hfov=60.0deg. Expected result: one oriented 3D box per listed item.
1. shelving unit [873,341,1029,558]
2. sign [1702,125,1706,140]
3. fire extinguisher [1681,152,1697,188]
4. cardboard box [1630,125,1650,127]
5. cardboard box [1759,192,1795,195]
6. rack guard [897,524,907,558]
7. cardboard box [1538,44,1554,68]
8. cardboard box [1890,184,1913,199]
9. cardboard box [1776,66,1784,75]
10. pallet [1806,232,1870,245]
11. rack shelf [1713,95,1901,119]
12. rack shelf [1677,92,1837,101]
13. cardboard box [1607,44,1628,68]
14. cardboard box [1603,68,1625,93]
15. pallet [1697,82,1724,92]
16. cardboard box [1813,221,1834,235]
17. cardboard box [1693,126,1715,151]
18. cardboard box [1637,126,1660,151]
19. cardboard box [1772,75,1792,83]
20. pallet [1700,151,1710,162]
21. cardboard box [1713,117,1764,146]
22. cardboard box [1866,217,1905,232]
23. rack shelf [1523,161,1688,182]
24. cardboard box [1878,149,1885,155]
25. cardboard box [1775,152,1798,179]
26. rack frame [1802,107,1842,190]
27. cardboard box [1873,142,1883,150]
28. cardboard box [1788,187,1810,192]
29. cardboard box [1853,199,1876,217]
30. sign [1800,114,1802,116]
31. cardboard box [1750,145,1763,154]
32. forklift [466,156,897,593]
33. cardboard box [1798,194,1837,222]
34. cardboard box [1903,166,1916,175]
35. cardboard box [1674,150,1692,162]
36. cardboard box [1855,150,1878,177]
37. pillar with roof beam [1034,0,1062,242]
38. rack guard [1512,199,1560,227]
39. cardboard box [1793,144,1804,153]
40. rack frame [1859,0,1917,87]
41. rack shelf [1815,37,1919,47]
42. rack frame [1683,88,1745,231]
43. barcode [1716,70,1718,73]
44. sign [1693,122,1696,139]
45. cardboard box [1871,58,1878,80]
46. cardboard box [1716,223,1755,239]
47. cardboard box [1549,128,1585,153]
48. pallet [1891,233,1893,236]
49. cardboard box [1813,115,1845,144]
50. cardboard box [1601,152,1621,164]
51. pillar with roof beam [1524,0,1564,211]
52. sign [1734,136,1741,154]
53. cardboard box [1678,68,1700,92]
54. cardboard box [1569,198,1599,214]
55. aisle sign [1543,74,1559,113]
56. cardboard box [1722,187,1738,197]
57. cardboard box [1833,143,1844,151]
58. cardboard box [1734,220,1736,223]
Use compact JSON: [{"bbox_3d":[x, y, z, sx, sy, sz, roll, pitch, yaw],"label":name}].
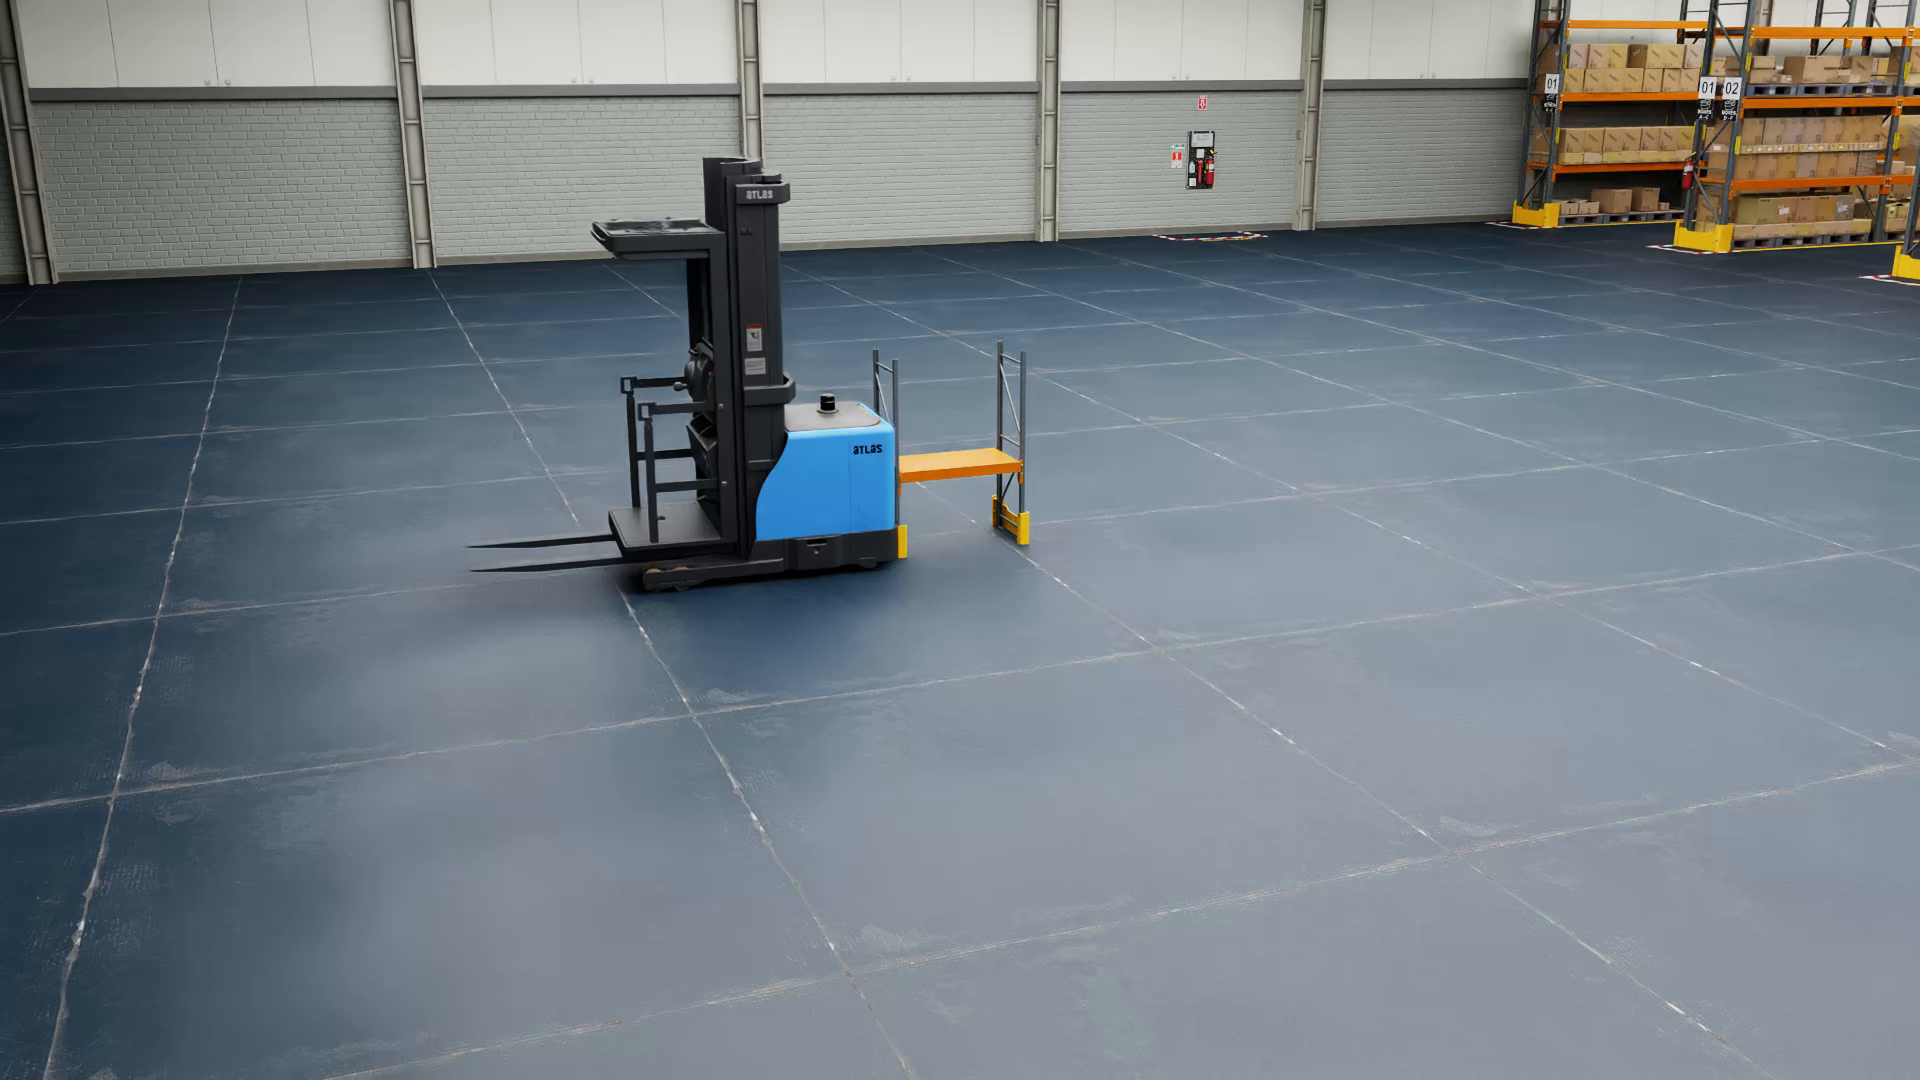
[{"bbox_3d":[-0.071,-0.712,12.732,1.083,1.500,0.587,-6,17,-20],"label":"shelving unit"},{"bbox_3d":[16.536,-9.068,36.990,0.005,0.325,0.100,-6,17,-20],"label":"sign"},{"bbox_3d":[14.099,-7.162,32.172,0.183,0.674,0.296,-6,17,-20],"label":"fire extinguisher"},{"bbox_3d":[15.337,-9.049,37.360,0.500,0.500,0.500,-6,17,-20],"label":"cardboard box"},{"bbox_3d":[16.166,-6.618,32.985,0.500,0.500,0.500,-6,17,-20],"label":"cardboard box"},{"bbox_3d":[-0.536,-0.062,12.737,0.087,0.250,0.587,-6,17,-20],"label":"rack guard"},{"bbox_3d":[12.909,-10.480,36.024,0.500,0.500,0.500,-5,17,-18],"label":"cardboard box"},{"bbox_3d":[22.416,-8.581,39.938,0.750,0.750,0.750,-6,17,-18],"label":"cardboard box"},{"bbox_3d":[15.876,-8.995,32.119,0.500,0.311,0.500,-4,17,-14],"label":"cardboard box"},{"bbox_3d":[17.353,-6.085,33.316,1.213,0.211,1.003,-6,17,-20],"label":"pallet"},{"bbox_3d":[16.243,-8.384,32.150,4.000,0.370,1.077,-6,17,-20],"label":"rack shelf"},{"bbox_3d":[18.202,-10.091,37.961,4.000,0.370,1.077,-6,17,-20],"label":"rack shelf"},{"bbox_3d":[14.007,-10.435,35.869,0.500,0.500,0.500,-6,17,-19],"label":"cardboard box"},{"bbox_3d":[13.999,-9.955,36.008,0.500,0.500,0.500,-5,17,-18],"label":"cardboard box"},{"bbox_3d":[16.950,-10.178,37.316,1.003,0.211,1.213,-6,17,-20],"label":"pallet"},{"bbox_3d":[16.824,-6.168,32.784,0.500,0.250,0.500,-6,17,-20],"label":"cardboard box"},{"bbox_3d":[16.822,-9.096,37.664,0.500,0.500,0.700,-6,17,-20],"label":"cardboard box"},{"bbox_3d":[15.066,-8.864,36.729,0.500,0.500,0.500,-7,18,-22],"label":"cardboard box"},{"bbox_3d":[15.537,-8.748,31.565,0.250,0.149,0.380,-6,17,-20],"label":"cardboard box"},{"bbox_3d":[17.101,-8.742,37.755,1.213,0.211,1.003,-6,17,-20],"label":"pallet"},{"bbox_3d":[14.866,-7.808,31.755,0.500,0.500,0.700,-6,17,-20],"label":"cardboard box"},{"bbox_3d":[18.576,-6.350,33.403,0.500,0.250,0.500,-7,18,-21],"label":"cardboard box"},{"bbox_3d":[14.467,-8.248,37.010,4.000,0.370,1.077,-6,17,-20],"label":"rack shelf"},{"bbox_3d":[21.652,-9.197,39.374,0.250,0.149,0.380,-6,17,-19],"label":"cardboard box"},{"bbox_3d":[15.771,-7.283,32.270,0.500,0.500,0.700,-6,17,-20],"label":"cardboard box"},{"bbox_3d":[20.070,-9.198,38.969,0.127,3.000,1.000,-6,17,-20],"label":"rack frame"},{"bbox_3d":[17.934,-7.767,32.768,0.250,0.149,0.380,-6,17,-20],"label":"cardboard box"},{"bbox_3d":[19.416,-8.124,38.965,0.500,0.500,0.700,-6,17,-19],"label":"cardboard box"},{"bbox_3d":[18.387,-6.760,33.804,0.500,0.311,0.500,-6,17,-20],"label":"cardboard box"},{"bbox_3d":[19.868,-9.900,39.302,0.005,0.325,0.100,-6,17,-20],"label":"sign"},{"bbox_3d":[15.065,-7.458,31.714,0.250,0.149,0.380,-7,18,-22],"label":"cardboard box"},{"bbox_3d":[-2.038,-1.201,11.859,3.031,2.935,1.130,-5,17,-17],"label":"forklift"},{"bbox_3d":[16.820,-6.531,32.690,0.500,0.500,0.500,-6,17,-20],"label":"cardboard box"},{"bbox_3d":[19.012,-7.407,33.315,0.250,0.149,0.380,-6,17,-20],"label":"cardboard box"},{"bbox_3d":[16.001,-8.605,37.180,0.500,0.250,0.500,-6,17,-20],"label":"cardboard box"},{"bbox_3d":[17.699,-7.494,32.986,0.500,0.500,0.700,-7,18,-22],"label":"cardboard box"},{"bbox_3d":[3.279,-9.226,28.415,0.400,9.000,9.100,-6,17,-20],"label":"pillar with roof beam"},{"bbox_3d":[12.671,-7.200,36.600,0.348,0.500,1.175,-6,17,-20],"label":"rack guard"},{"bbox_3d":[16.021,-7.561,32.065,0.250,0.149,0.380,-6,18,-21],"label":"cardboard box"},{"bbox_3d":[18.111,-10.370,32.313,0.127,3.000,1.000,-6,17,-20],"label":"rack frame"},{"bbox_3d":[21.938,-11.741,38.968,4.000,0.370,1.077,-6,17,-20],"label":"rack shelf"},{"bbox_3d":[14.376,-7.089,31.785,0.127,3.000,1.000,-6,17,-20],"label":"rack frame"},{"bbox_3d":[14.485,-8.964,31.816,0.075,0.075,0.001,-6,17,-20],"label":"barcode"},{"bbox_3d":[14.195,-7.902,32.080,0.005,0.325,0.100,-6,17,-20],"label":"sign"},{"bbox_3d":[20.978,-11.028,38.917,0.500,0.500,0.700,-7,18,-23],"label":"cardboard box"},{"bbox_3d":[14.956,-5.966,32.098,0.500,0.250,0.500,-6,17,-20],"label":"cardboard box"},{"bbox_3d":[13.153,-8.658,36.029,0.500,0.500,0.500,-6,17,-20],"label":"cardboard box"},{"bbox_3d":[19.926,-6.363,34.262,1.213,0.211,1.003,-6,17,-20],"label":"pallet"},{"bbox_3d":[16.760,-8.014,32.458,0.500,0.500,0.700,-6,17,-20],"label":"cardboard box"},{"bbox_3d":[14.127,-8.401,36.484,0.500,0.250,0.500,-6,18,-21],"label":"cardboard box"},{"bbox_3d":[14.484,-10.436,32.535,0.400,9.000,9.100,-6,17,-20],"label":"pillar with roof beam"},{"bbox_3d":[14.569,-7.395,31.153,0.005,0.325,0.100,-6,17,-20],"label":"sign"},{"bbox_3d":[15.949,-10.176,36.760,0.500,0.500,0.500,-6,17,-19],"label":"cardboard box"},{"bbox_3d":[13.810,-7.416,36.892,0.500,0.311,0.500,-5,17,-15],"label":"cardboard box"},{"bbox_3d":[12.640,-9.553,35.562,0.004,0.787,0.394,-6,17,-20],"label":"aisle sign"},{"bbox_3d":[17.481,-7.951,38.376,0.500,0.500,0.700,-7,18,-21],"label":"cardboard box"},{"bbox_3d":[16.983,-7.665,32.420,0.250,0.149,0.380,-6,17,-20],"label":"cardboard box"},{"bbox_3d":[15.233,-6.156,32.745,0.500,0.250,0.500,-6,17,-20],"label":"cardboard box"}]
